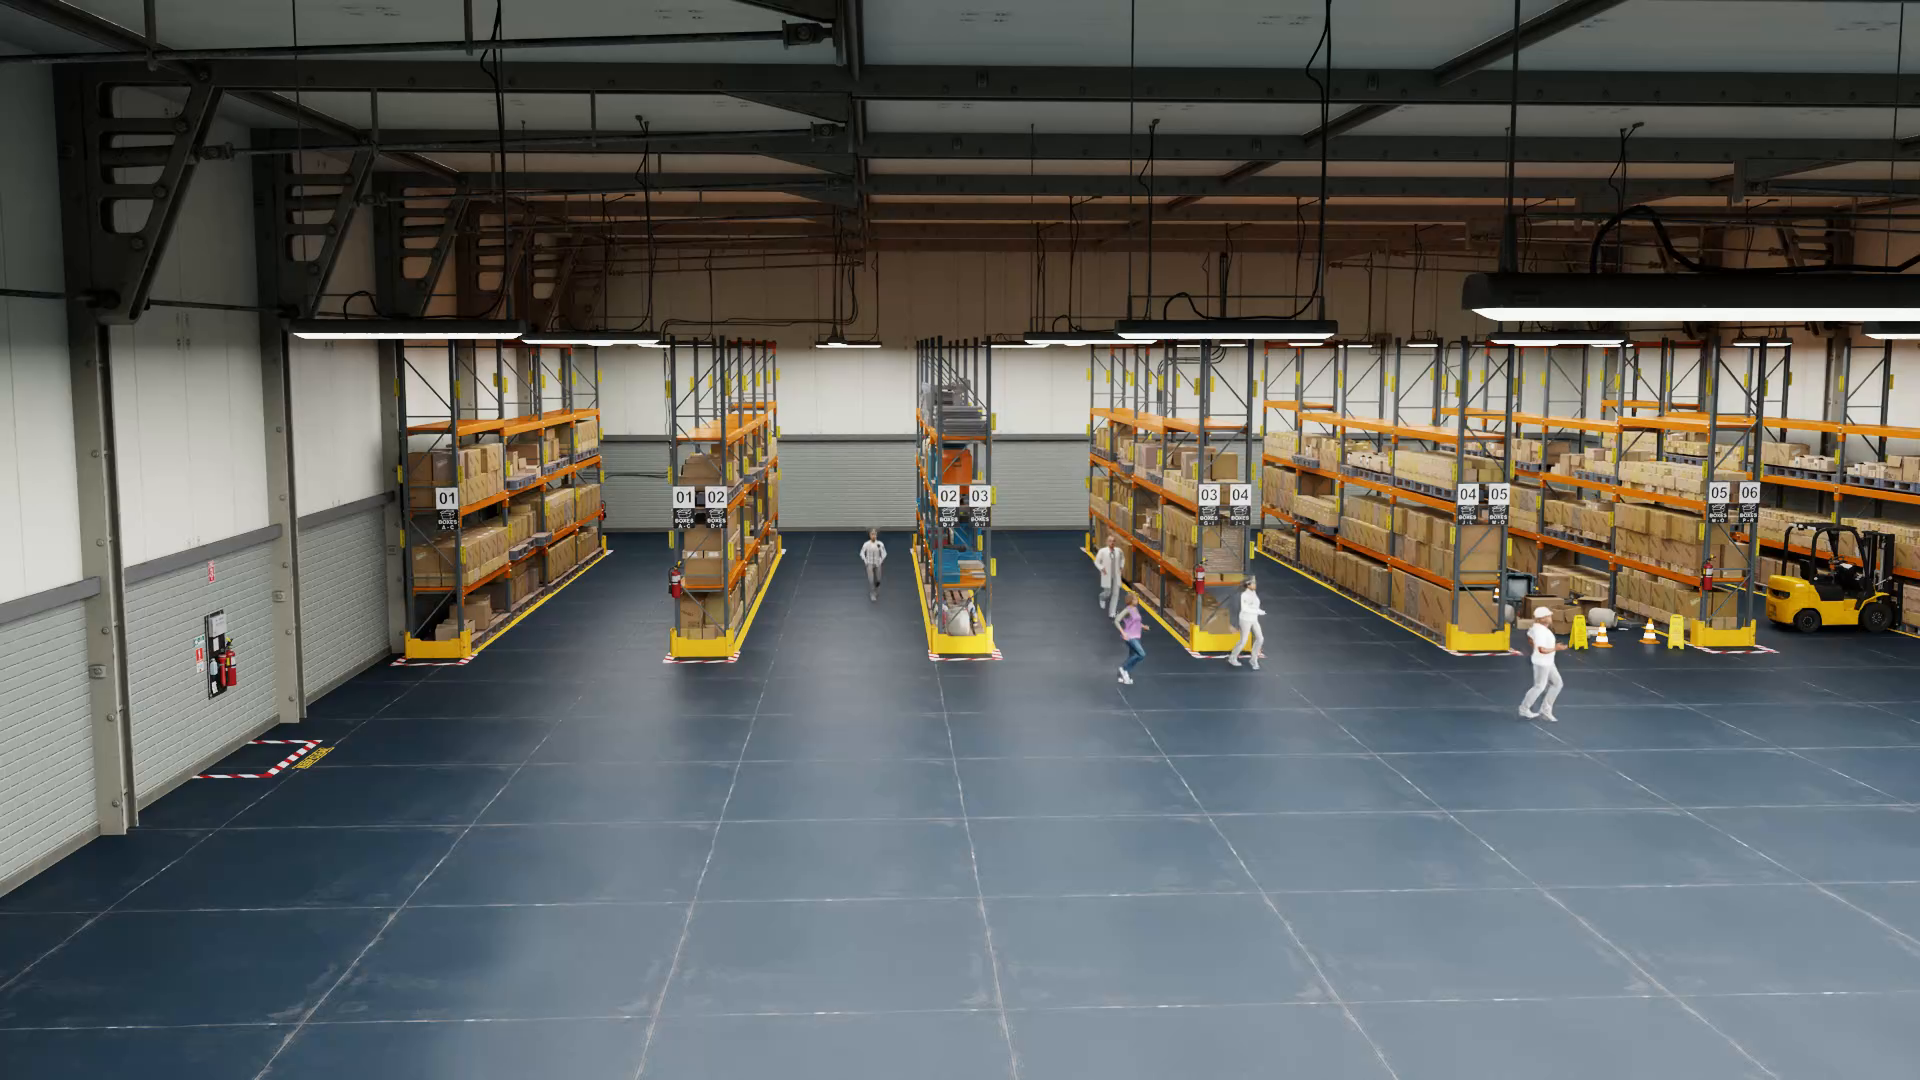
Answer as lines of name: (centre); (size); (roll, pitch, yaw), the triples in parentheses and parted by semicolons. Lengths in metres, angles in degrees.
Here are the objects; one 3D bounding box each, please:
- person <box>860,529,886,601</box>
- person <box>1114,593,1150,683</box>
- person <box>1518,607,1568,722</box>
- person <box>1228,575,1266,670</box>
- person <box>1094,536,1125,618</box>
person: (-1.996, 0.558, 38.304); (0.614, 1.641, 0.540); (-1, 7, -7)
person: (2.977, 1.698, 28.578); (0.591, 1.564, 0.522); (3, 7, 28)
person: (9.033, 1.936, 25.712); (0.706, 1.812, 0.673); (3, 7, 27)
person: (5.207, 1.502, 29.986); (0.719, 1.763, 0.608); (5, 8, 38)
person: (3.257, 0.788, 35.862); (0.710, 1.750, 0.888); (-1, 7, -12)
